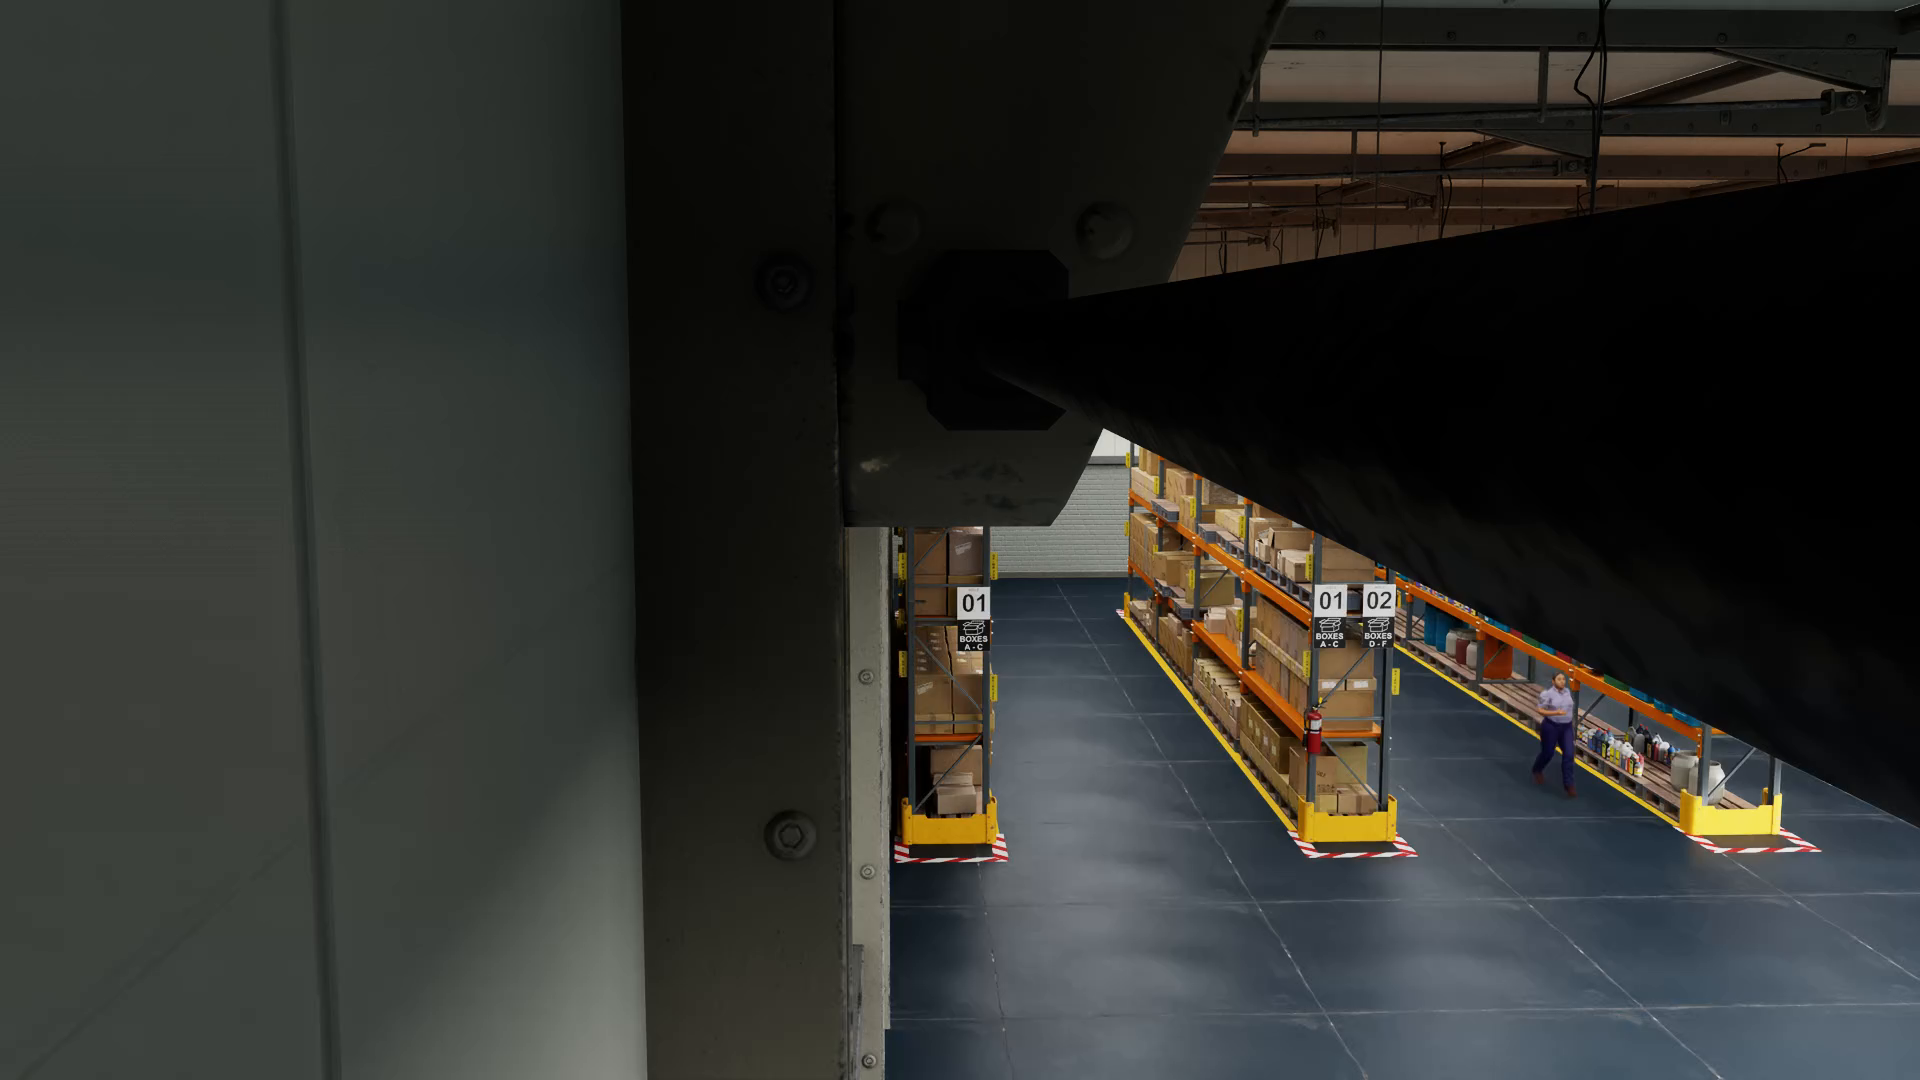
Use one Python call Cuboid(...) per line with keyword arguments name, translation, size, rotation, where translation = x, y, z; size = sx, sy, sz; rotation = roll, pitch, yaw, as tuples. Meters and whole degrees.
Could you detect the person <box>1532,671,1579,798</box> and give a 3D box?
Cuboid(name="person", translation=(8.122, 2.605, 22.626), size=(0.602, 1.622, 0.913), rotation=(-1, 7, -9))
